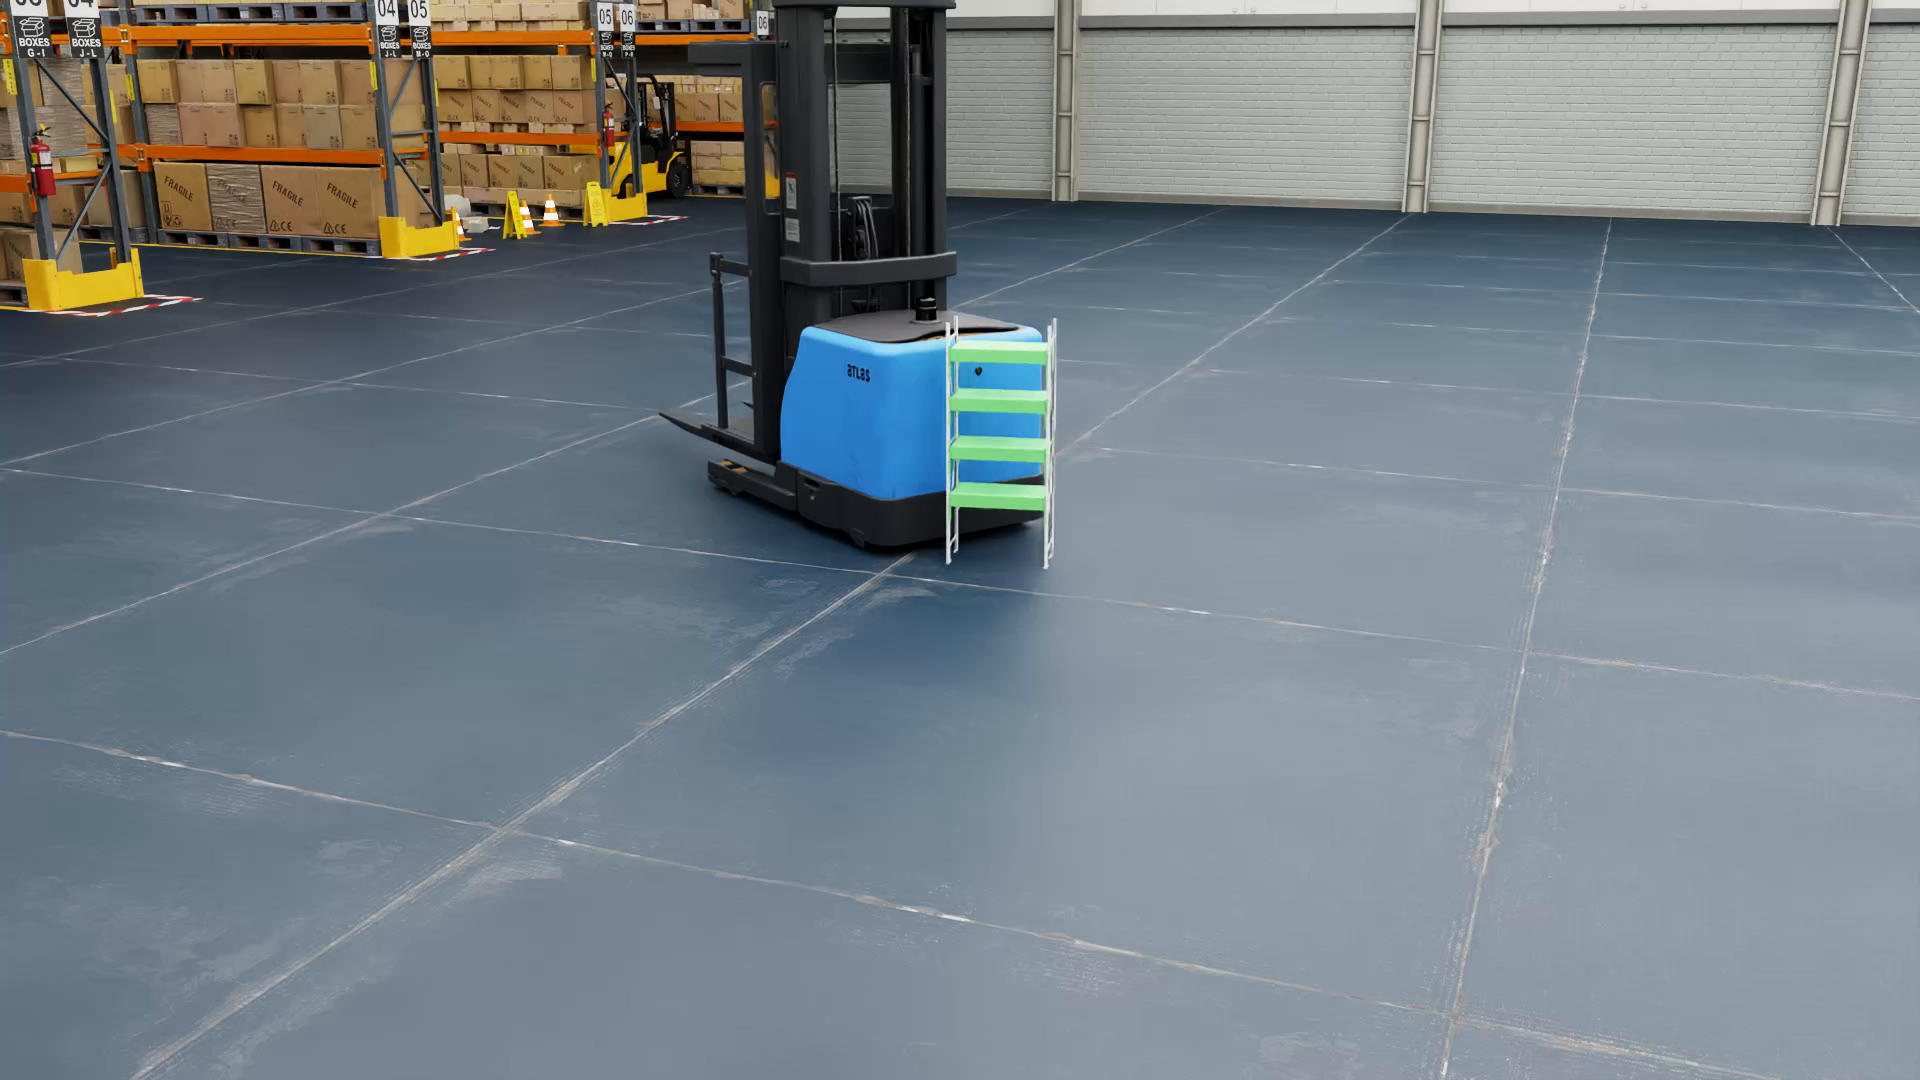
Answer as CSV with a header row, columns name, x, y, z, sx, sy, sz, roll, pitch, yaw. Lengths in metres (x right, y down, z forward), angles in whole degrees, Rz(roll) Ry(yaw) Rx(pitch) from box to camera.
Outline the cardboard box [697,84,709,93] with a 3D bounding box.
name,x,y,z,sx,sy,sz,roll,pitch,yaw
cardboard box,-4.537,-8.137,29.979,0.250,0.149,0.380,6,17,20

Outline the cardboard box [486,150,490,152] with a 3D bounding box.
name,x,y,z,sx,sy,sz,roll,pitch,yaw
cardboard box,-7.834,-6.046,26.952,0.500,0.500,0.500,7,17,22

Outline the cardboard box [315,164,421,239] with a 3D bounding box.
name,x,y,z,sx,sy,sz,roll,pitch,yaw
cardboard box,-7.613,-4.377,21.429,0.875,0.875,0.875,6,17,21

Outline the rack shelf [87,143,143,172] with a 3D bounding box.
name,x,y,z,sx,sy,sz,roll,pitch,yaw
rack shelf,-12.540,-5.412,23.225,4.000,0.370,1.077,6,17,21

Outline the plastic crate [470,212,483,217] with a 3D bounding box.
name,x,y,z,sx,sy,sz,roll,pitch,yaw
plastic crate,-7.797,-5.071,25.999,0.583,0.080,0.402,0,16,1

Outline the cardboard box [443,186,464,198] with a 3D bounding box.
name,x,y,z,sx,sy,sz,roll,pitch,yaw
cardboard box,-8.006,-5.546,26.576,0.500,0.250,0.500,7,18,24

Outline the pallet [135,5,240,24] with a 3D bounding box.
name,x,y,z,sx,sy,sz,roll,pitch,yaw
pallet,-9.922,-6.864,21.717,1.213,0.211,1.003,6,17,21

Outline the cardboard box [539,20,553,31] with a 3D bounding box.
name,x,y,z,sx,sy,sz,roll,pitch,yaw
cardboard box,-6.149,-7.775,25.144,0.250,0.149,0.380,7,18,22

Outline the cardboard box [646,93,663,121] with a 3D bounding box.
name,x,y,z,sx,sy,sz,roll,pitch,yaw
cardboard box,-5.400,-7.912,30.368,0.500,0.500,0.500,6,17,21

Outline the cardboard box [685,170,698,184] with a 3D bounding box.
name,x,y,z,sx,sy,sz,roll,pitch,yaw
cardboard box,-4.892,-6.680,30.481,0.500,0.250,0.500,6,17,21

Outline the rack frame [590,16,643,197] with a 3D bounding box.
name,x,y,z,sx,sy,sz,roll,pitch,yaw
rack frame,-5.236,-6.438,25.469,0.127,3.000,1.000,6,17,21

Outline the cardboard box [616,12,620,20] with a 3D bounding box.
name,x,y,z,sx,sy,sz,roll,pitch,yaw
cardboard box,-6.118,-9.501,30.158,0.250,0.149,0.380,7,18,22

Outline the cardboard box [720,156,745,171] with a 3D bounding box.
name,x,y,z,sx,sy,sz,roll,pitch,yaw
cardboard box,-3.985,-6.815,30.052,0.500,0.250,0.500,6,17,20

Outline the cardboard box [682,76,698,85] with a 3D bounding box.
name,x,y,z,sx,sy,sz,roll,pitch,yaw
cardboard box,-4.810,-8.289,29.971,0.250,0.149,0.380,7,18,22

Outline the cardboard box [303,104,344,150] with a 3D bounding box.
name,x,y,z,sx,sy,sz,roll,pitch,yaw
cardboard box,-7.839,-5.292,21.255,0.550,0.550,0.875,6,17,21

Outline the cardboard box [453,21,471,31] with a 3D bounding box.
name,x,y,z,sx,sy,sz,roll,pitch,yaw
cardboard box,-7.590,-7.917,25.633,0.250,0.149,0.380,6,17,20

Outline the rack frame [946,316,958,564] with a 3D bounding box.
name,x,y,z,sx,sy,sz,roll,pitch,yaw
rack frame,-0.038,-0.490,8.209,0.015,1.200,0.240,3,16,10

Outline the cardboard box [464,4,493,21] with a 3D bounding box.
name,x,y,z,sx,sy,sz,roll,pitch,yaw
cardboard box,-7.233,-8.086,25.502,0.500,0.250,0.500,6,17,21

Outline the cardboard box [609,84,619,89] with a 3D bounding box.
name,x,y,z,sx,sy,sz,roll,pitch,yaw
cardboard box,-6.243,-8.303,30.552,0.250,0.149,0.380,7,17,22

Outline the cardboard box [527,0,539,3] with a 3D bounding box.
name,x,y,z,sx,sy,sz,roll,pitch,yaw
cardboard box,-6.346,-8.196,25.164,0.250,0.149,0.380,6,17,21

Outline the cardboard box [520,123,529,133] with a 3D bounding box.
name,x,y,z,sx,sy,sz,roll,pitch,yaw
cardboard box,-6.606,-6.410,25.824,0.250,0.149,0.380,7,17,21

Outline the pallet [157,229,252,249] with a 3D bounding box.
name,x,y,z,sx,sy,sz,roll,pitch,yaw
pallet,-10.000,-4.116,22.471,1.213,0.211,1.003,6,17,21

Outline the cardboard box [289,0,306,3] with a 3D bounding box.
name,x,y,z,sx,sy,sz,roll,pitch,yaw
cardboard box,-8.100,-6.737,20.639,0.250,0.149,0.380,6,17,21

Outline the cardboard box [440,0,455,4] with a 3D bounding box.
name,x,y,z,sx,sy,sz,roll,pitch,yaw
cardboard box,-7.805,-8.338,25.656,0.250,0.149,0.380,6,17,19

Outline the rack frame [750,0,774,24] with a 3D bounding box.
name,x,y,z,sx,sy,sz,roll,pitch,yaw
rack frame,-3.418,-10.606,29.068,0.127,3.000,1.000,6,17,21

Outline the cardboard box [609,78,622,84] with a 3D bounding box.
name,x,y,z,sx,sy,sz,roll,pitch,yaw
cardboard box,-6.232,-8.447,30.515,0.250,0.149,0.380,7,17,22

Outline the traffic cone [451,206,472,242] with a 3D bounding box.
name,x,y,z,sx,sy,sz,roll,pitch,yaw
traffic cone,-6.931,-4.348,22.820,0.334,0.463,0.336,6,17,21

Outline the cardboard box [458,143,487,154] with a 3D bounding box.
name,x,y,z,sx,sy,sz,roll,pitch,yaw
cardboard box,-7.682,-6.162,26.190,0.250,0.149,0.380,7,18,24

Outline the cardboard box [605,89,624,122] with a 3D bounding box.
name,x,y,z,sx,sy,sz,roll,pitch,yaw
cardboard box,-5.575,-6.749,25.828,0.500,0.500,0.500,6,17,20

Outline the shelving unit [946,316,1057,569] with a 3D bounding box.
name,x,y,z,sx,sy,sz,roll,pitch,yaw
shelving unit,0.202,-0.478,8.168,0.503,1.200,0.258,3,16,10

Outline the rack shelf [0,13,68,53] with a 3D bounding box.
name,x,y,z,sx,sy,sz,roll,pitch,yaw
rack shelf,-10.732,-5.167,17.002,4.000,0.370,1.077,6,17,21

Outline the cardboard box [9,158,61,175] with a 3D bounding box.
name,x,y,z,sx,sy,sz,roll,pitch,yaw
cardboard box,-9.213,-3.722,16.566,0.250,0.149,0.380,6,17,21

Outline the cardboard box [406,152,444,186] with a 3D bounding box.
name,x,y,z,sx,sy,sz,roll,pitch,yaw
cardboard box,-8.507,-5.958,26.649,0.500,0.500,0.500,7,18,23

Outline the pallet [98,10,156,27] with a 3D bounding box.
name,x,y,z,sx,sy,sz,roll,pitch,yaw
pallet,-11.550,-6.982,22.308,1.217,0.209,0.805,6,17,18

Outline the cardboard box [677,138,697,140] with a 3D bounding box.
name,x,y,z,sx,sy,sz,roll,pitch,yaw
cardboard box,-5.197,-7.343,30.974,0.500,0.250,0.500,6,17,20

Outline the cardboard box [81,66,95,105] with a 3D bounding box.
name,x,y,z,sx,sy,sz,roll,pitch,yaw
cardboard box,-11.622,-6.182,22.616,0.500,0.500,0.700,6,17,20

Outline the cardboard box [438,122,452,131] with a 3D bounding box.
name,x,y,z,sx,sy,sz,roll,pitch,yaw
cardboard box,-8.052,-6.545,26.288,0.250,0.149,0.380,7,18,22

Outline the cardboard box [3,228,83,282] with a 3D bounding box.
name,x,y,z,sx,sy,sz,roll,pitch,yaw
cardboard box,-9.447,-2.937,17.140,0.500,0.500,0.500,10,19,31

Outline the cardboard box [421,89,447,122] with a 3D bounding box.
name,x,y,z,sx,sy,sz,roll,pitch,yaw
cardboard box,-8.174,-6.875,26.263,0.500,0.500,0.500,6,17,20

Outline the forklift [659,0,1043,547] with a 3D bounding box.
name,x,y,z,sx,sy,sz,roll,pitch,yaw
forklift,-0.810,-1.725,9.359,1.130,2.935,3.031,-11,19,-33

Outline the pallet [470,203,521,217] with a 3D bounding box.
name,x,y,z,sx,sy,sz,roll,pitch,yaw
pallet,-7.180,-5.324,26.634,1.213,0.211,1.003,6,17,21

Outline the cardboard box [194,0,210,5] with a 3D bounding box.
name,x,y,z,sx,sy,sz,roll,pitch,yaw
cardboard box,-9.518,-6.893,21.176,0.250,0.149,0.380,6,17,20

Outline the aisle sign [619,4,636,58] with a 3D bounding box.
name,x,y,z,sx,sy,sz,roll,pitch,yaw
aisle sign,-5.064,-7.760,25.361,0.004,0.787,0.394,6,17,21

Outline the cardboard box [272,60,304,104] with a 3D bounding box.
name,x,y,z,sx,sy,sz,roll,pitch,yaw
cardboard box,-8.306,-5.907,21.435,0.550,0.550,0.875,6,17,21

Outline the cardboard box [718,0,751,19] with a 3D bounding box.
name,x,y,z,sx,sy,sz,roll,pitch,yaw
cardboard box,-3.919,-9.446,29.338,0.500,0.500,0.500,7,18,22

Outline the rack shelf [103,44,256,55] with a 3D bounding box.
name,x,y,z,sx,sy,sz,roll,pitch,yaw
rack shelf,-16.442,-10.253,34.520,4.000,0.370,1.077,6,17,21

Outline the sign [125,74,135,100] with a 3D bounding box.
name,x,y,z,sx,sy,sz,roll,pitch,yaw
sign,-10.869,-5.929,21.782,0.005,0.325,0.100,6,17,21

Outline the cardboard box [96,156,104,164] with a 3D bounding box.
name,x,y,z,sx,sy,sz,roll,pitch,yaw
cardboard box,-14.950,-6.713,29.476,0.875,0.875,0.875,7,18,22

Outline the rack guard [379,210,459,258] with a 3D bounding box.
name,x,y,z,sx,sy,sz,roll,pitch,yaw
rack guard,-6.936,-3.941,21.351,0.348,0.500,1.175,6,17,21

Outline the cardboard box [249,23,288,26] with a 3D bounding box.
name,x,y,z,sx,sy,sz,roll,pitch,yaw
cardboard box,-11.248,-8.598,27.343,0.637,0.503,0.797,6,17,21

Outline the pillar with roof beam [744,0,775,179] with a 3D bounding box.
name,x,y,z,sx,sy,sz,roll,pitch,yaw
pillar with roof beam,-5.315,-9.795,26.273,0.400,9.000,9.100,6,17,21

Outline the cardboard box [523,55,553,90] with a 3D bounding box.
name,x,y,z,sx,sy,sz,roll,pitch,yaw
cardboard box,-6.259,-7.158,25.444,0.500,0.500,0.700,6,17,21

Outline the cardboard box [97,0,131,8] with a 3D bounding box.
name,x,y,z,sx,sy,sz,roll,pitch,yaw
cardboard box,-11.395,-7.202,22.057,0.500,0.250,0.500,6,17,21
